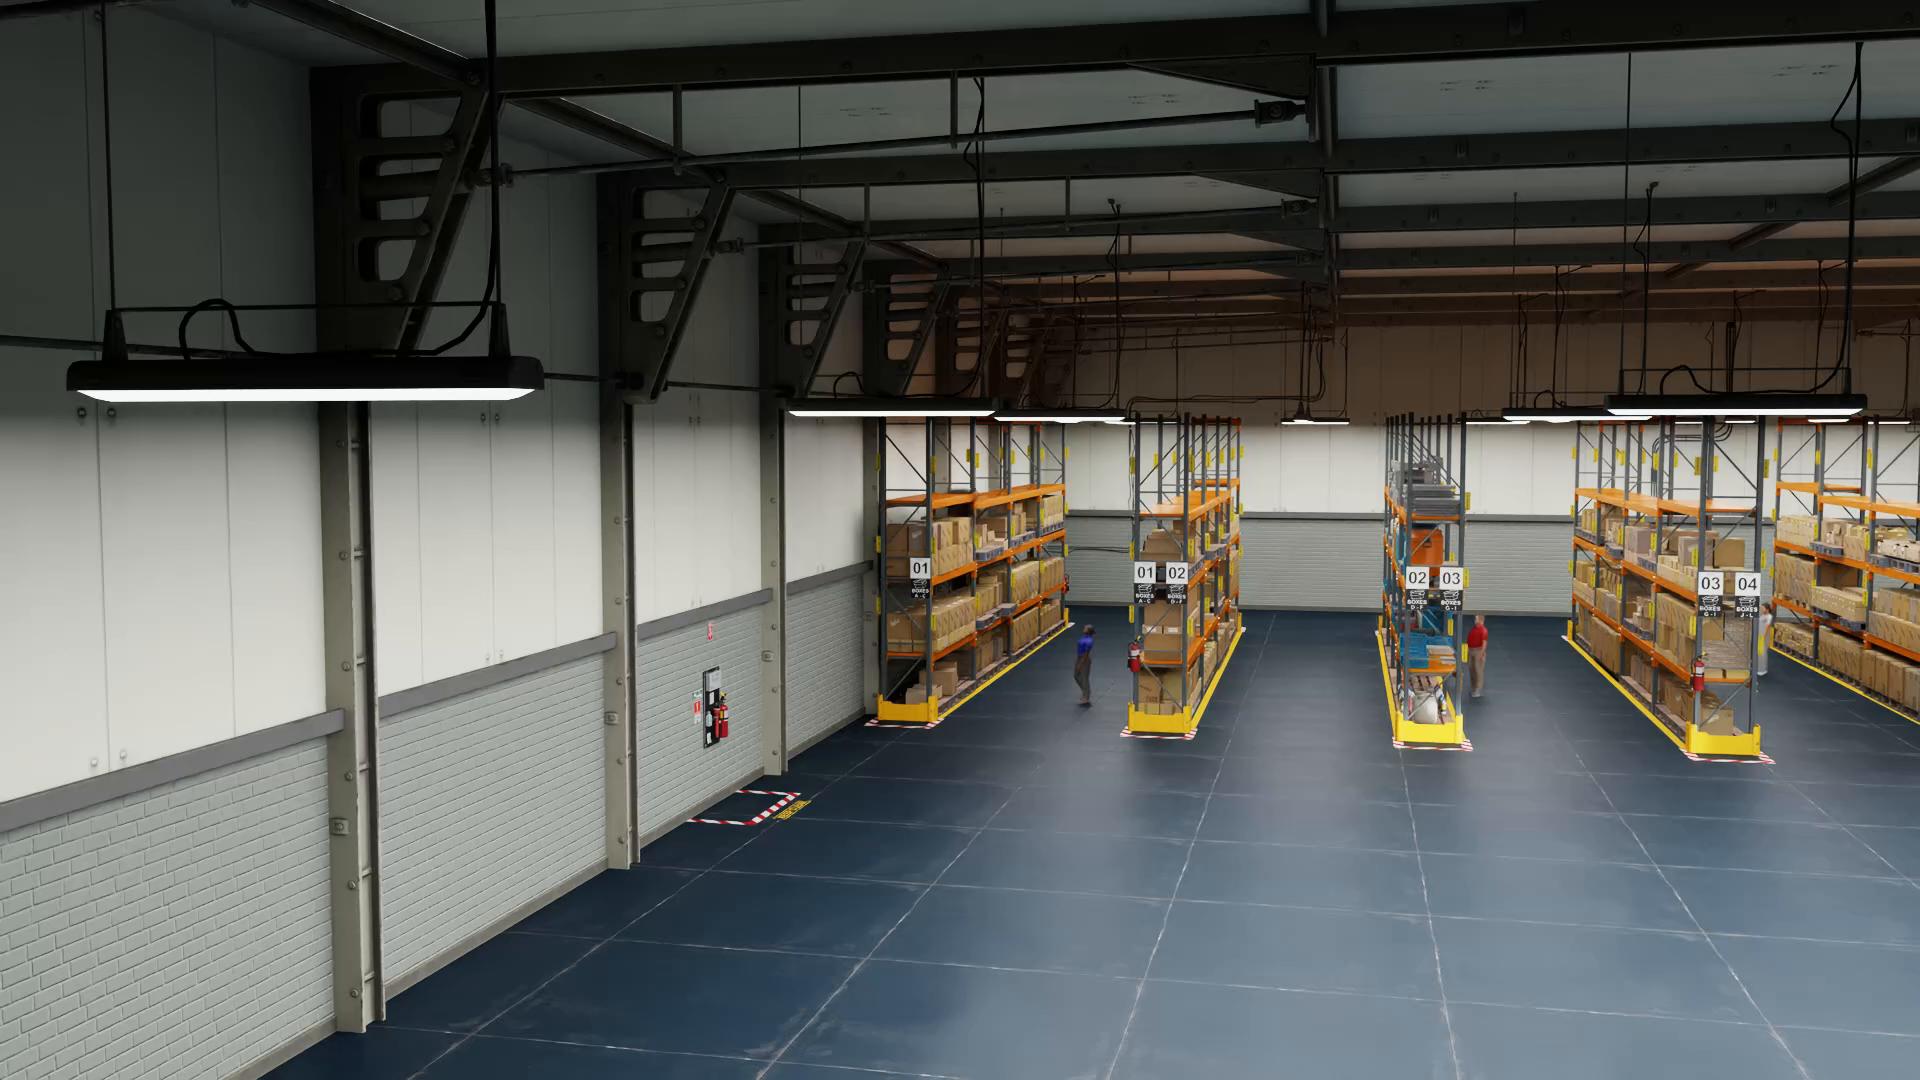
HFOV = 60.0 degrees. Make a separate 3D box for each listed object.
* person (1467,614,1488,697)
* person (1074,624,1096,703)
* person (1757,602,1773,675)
[{"bbox_3d":[11.028,2.471,35.591,0.541,1.746,0.549,-3,5,-33],"label":"person"},{"bbox_3d":[2.569,2.570,34.680,0.427,1.660,0.583,-1,4,-15],"label":"person"},{"bbox_3d":[18.574,2.283,38.510,0.443,1.682,0.501,1,4,21],"label":"person"}]
